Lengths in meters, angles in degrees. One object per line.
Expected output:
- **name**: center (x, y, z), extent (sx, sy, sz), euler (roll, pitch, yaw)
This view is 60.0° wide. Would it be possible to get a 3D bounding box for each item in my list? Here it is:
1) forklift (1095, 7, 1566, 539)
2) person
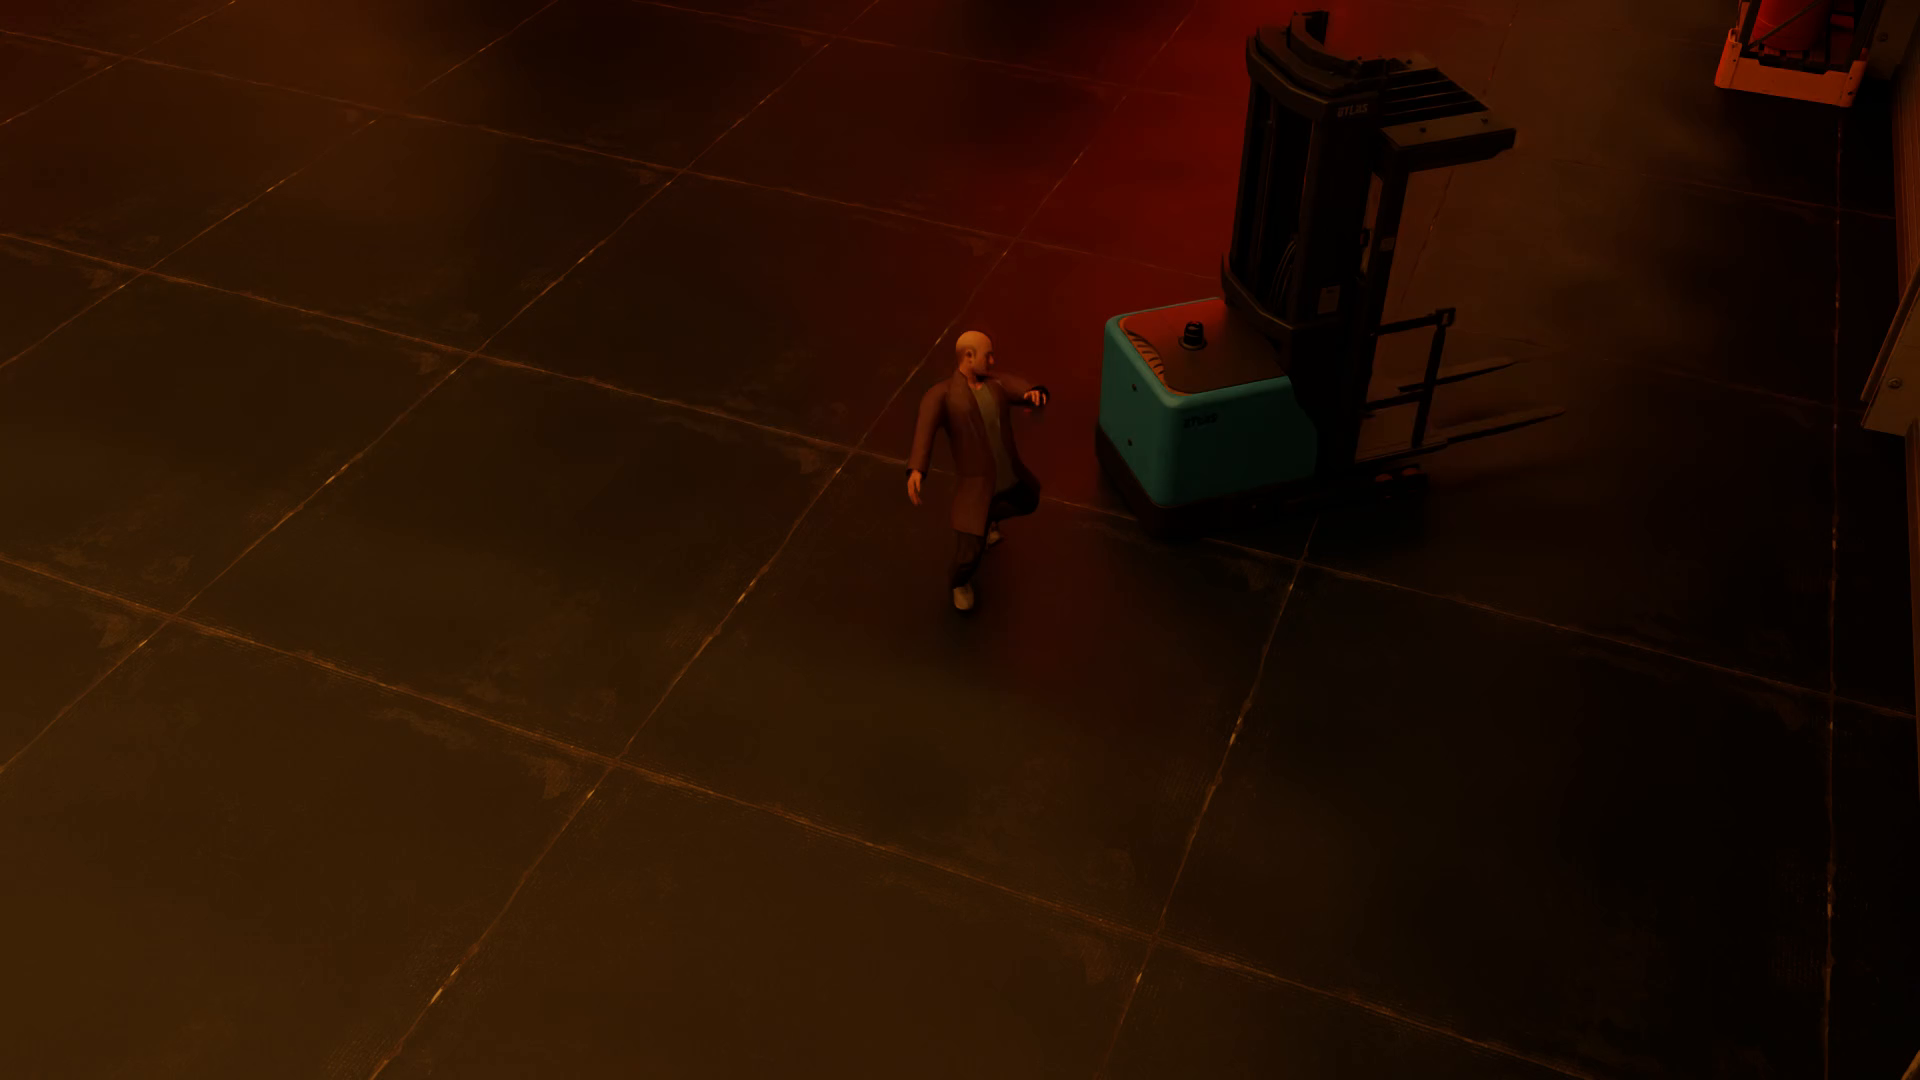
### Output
- **forklift**: center (2.455, -1.692, 10.028), extent (3.031, 2.935, 1.130), euler (-12, 41, -14)
- **person**: center (0.049, -0.296, 9.431), extent (0.835, 1.537, 1.065), euler (31, 49, 31)
